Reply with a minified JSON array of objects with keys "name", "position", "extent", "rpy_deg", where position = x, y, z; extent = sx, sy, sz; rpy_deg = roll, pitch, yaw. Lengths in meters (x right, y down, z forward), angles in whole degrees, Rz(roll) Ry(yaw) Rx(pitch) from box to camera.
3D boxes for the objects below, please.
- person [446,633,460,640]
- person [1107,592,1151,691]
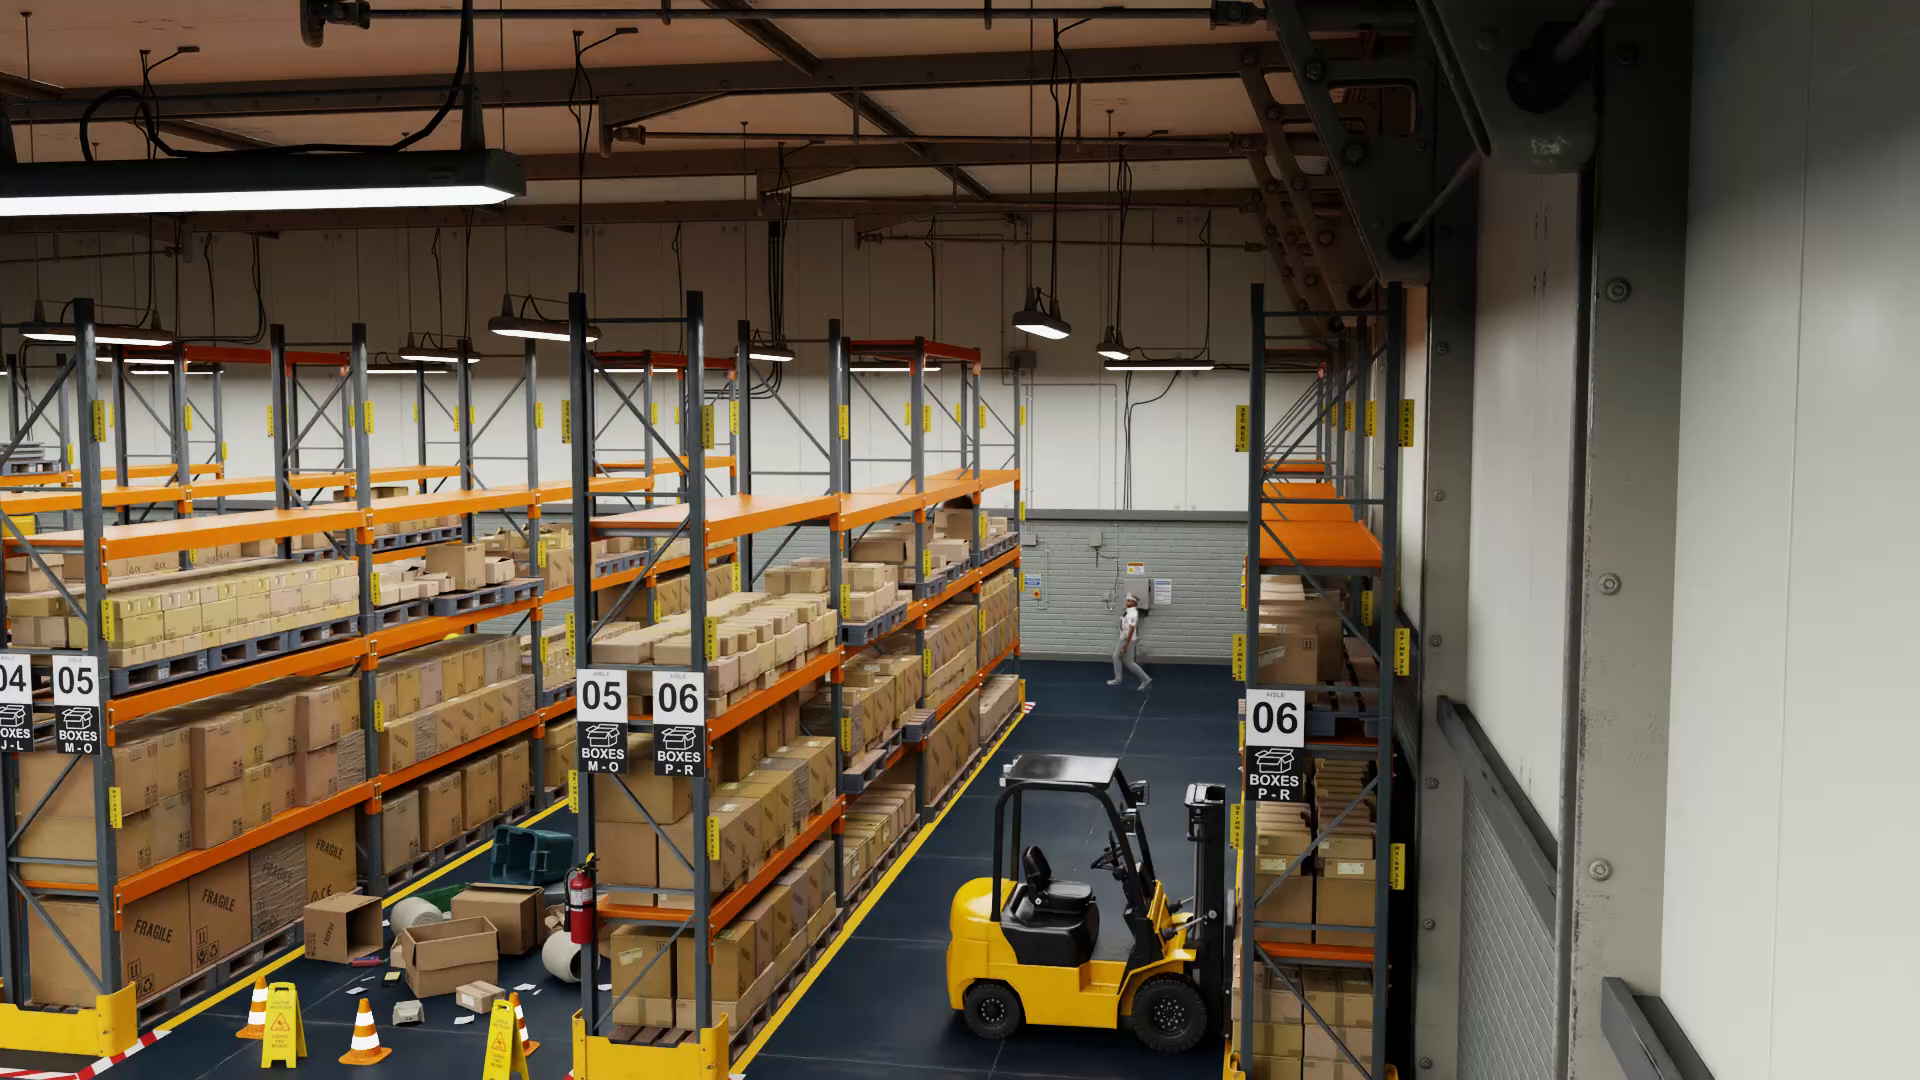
[{"name":"person","position":[-7.454,2.296,24.866],"extent":[0.626,1.797,0.593],"rpy_deg":[3,6,37]},{"name":"person","position":[2.945,1.757,28.915],"extent":[0.795,1.698,0.525],"rpy_deg":[1,5,10]}]
